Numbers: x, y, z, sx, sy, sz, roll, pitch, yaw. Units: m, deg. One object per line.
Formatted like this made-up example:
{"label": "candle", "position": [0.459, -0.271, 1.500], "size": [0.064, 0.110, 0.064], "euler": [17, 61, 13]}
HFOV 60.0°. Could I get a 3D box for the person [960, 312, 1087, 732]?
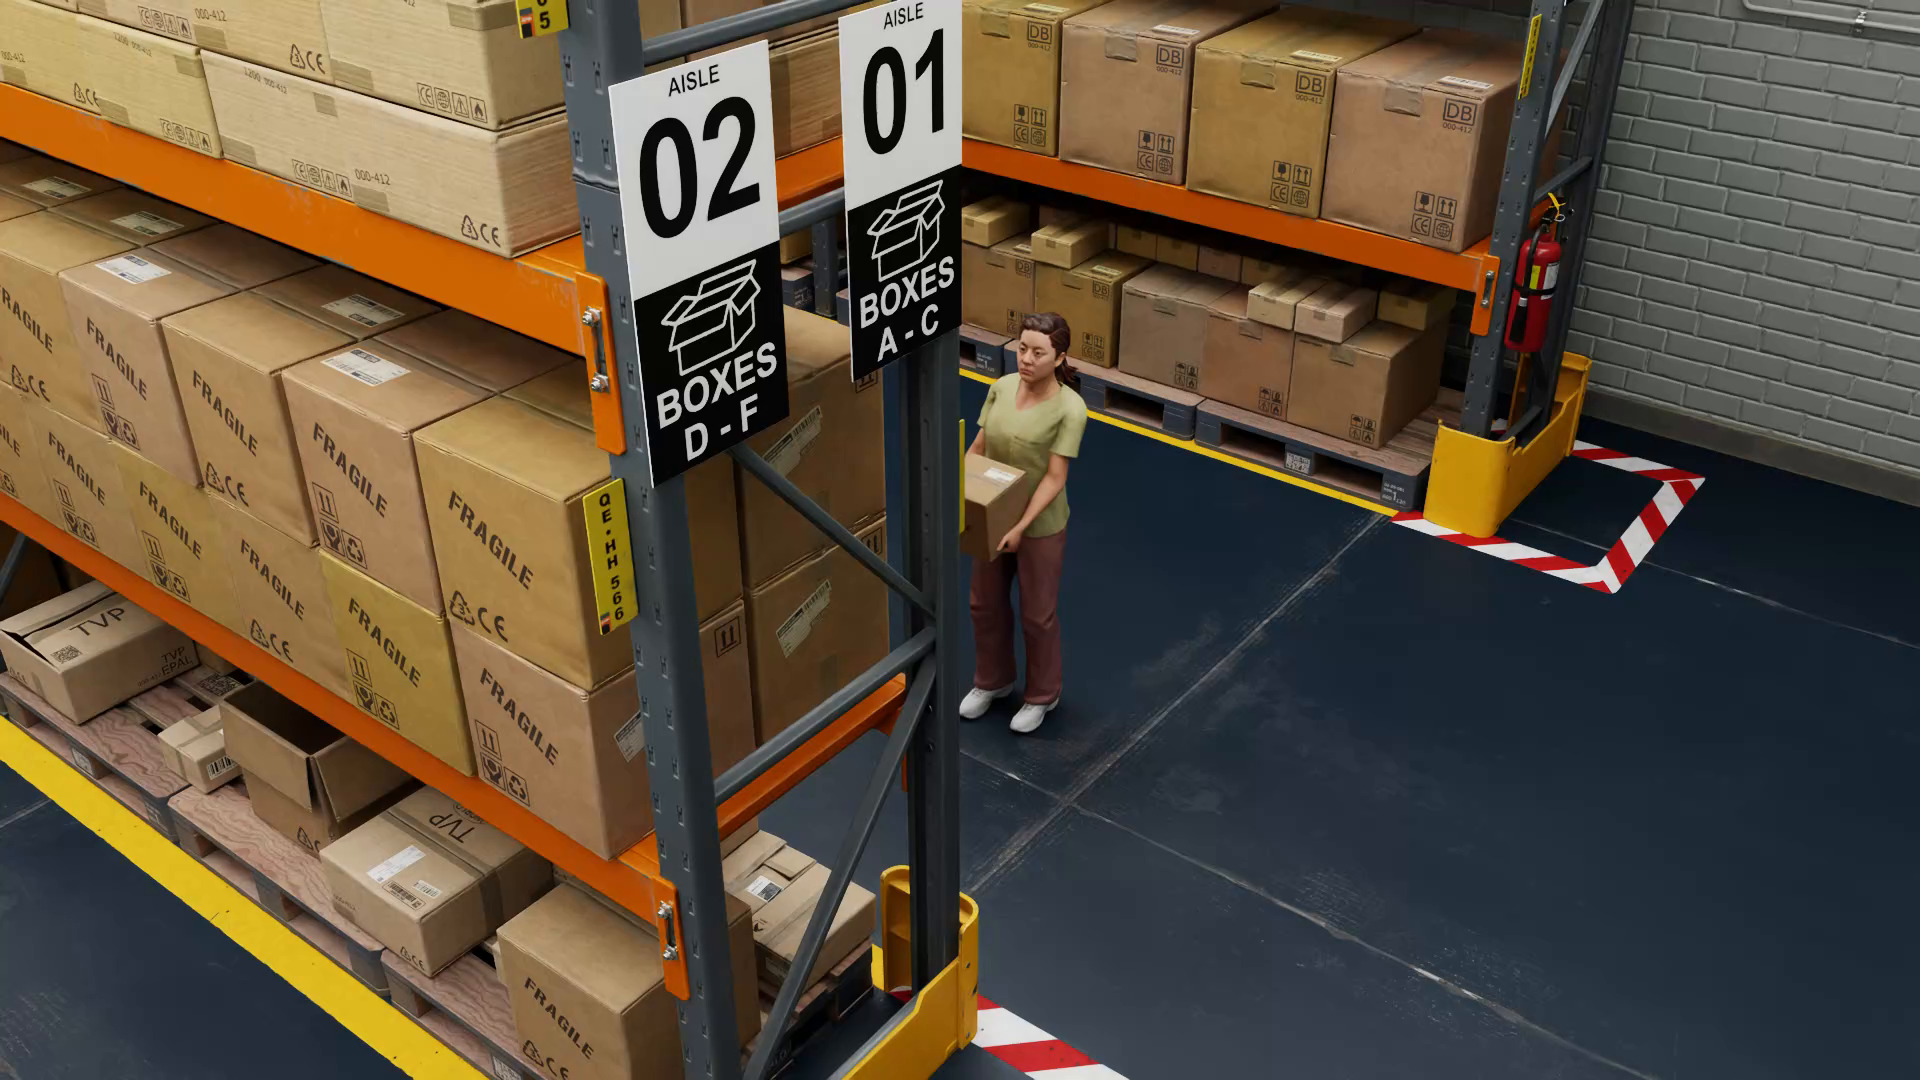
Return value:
{"label": "person", "position": [0.203, -0.036, 6.204], "size": [0.427, 1.662, 0.559], "euler": [21, 37, 31]}
